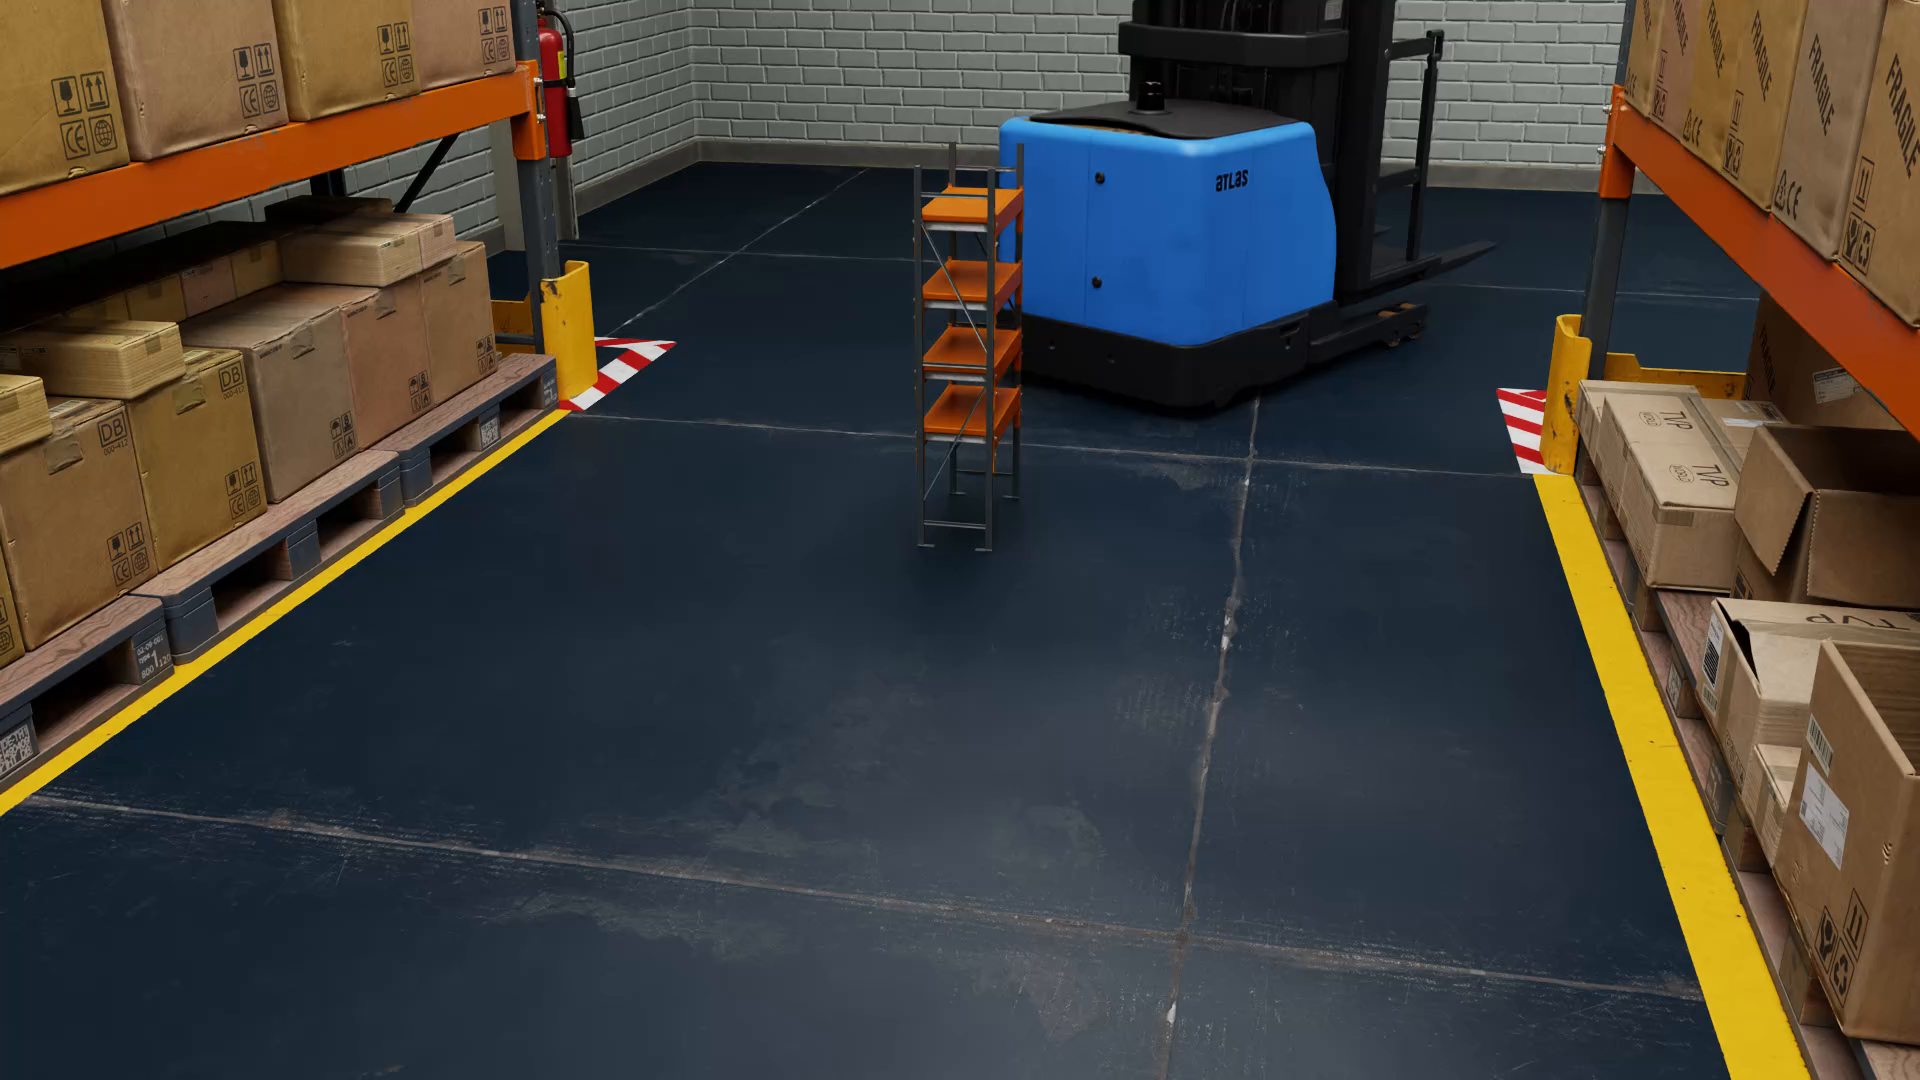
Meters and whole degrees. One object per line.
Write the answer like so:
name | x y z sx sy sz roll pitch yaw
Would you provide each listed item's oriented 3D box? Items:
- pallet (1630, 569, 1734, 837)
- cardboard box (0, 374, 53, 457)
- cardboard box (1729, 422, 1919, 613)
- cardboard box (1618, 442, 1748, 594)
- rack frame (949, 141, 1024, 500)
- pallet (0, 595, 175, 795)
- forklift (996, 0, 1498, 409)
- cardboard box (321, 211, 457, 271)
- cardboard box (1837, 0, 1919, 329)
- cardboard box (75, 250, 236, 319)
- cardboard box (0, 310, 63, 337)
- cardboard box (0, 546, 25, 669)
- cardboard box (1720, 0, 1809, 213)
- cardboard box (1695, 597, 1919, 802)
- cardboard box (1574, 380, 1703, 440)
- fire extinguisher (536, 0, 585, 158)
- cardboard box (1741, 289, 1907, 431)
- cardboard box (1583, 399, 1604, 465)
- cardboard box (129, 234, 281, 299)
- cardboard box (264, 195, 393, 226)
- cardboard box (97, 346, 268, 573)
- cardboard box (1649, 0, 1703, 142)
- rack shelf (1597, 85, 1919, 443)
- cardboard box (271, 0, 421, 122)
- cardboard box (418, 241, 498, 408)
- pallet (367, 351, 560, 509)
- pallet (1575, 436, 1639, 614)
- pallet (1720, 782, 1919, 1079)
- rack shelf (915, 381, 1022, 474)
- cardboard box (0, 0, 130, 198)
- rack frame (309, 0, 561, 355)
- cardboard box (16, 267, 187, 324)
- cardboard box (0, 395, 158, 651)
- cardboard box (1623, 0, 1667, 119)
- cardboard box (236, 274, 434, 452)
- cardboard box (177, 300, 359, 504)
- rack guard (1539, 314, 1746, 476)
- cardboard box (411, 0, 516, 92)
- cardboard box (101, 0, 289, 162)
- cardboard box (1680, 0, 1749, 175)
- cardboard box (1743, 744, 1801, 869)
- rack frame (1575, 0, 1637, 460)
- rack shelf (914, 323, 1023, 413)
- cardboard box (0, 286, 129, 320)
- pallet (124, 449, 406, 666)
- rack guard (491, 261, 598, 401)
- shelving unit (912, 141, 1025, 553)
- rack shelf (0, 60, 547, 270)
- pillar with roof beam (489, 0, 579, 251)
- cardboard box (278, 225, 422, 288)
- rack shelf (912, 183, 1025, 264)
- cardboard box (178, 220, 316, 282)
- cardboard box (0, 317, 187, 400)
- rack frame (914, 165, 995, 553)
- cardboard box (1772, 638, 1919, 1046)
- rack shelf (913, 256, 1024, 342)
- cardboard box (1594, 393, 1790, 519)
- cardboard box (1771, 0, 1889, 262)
pallet | 2.295 0.384 4.117 1.003 0.211 1.213 4 22 11
cardboard box | -2.441 -0.300 3.999 0.380 0.149 0.250 5 23 13
cardboard box | 2.286 0.056 3.952 0.797 0.503 0.637 4 22 11
cardboard box | 2.131 -0.059 4.577 0.500 0.250 0.500 4 22 11
rack frame | 0.084 -0.706 5.501 0.240 1.200 0.015 4 22 11
pallet | -2.711 0.435 3.992 1.003 0.211 1.213 4 22 11
forklift | 1.504 -2.341 7.242 1.130 2.935 3.031 19 28 38
cardboard box | -2.019 -1.061 5.889 0.380 0.149 0.250 4 22 10
cardboard box | 1.862 -0.648 2.813 0.500 0.500 0.500 5 22 12
cardboard box | -2.547 -0.813 5.273 0.380 0.149 0.250 5 22 12
cardboard box | -2.703 -0.532 4.576 0.380 0.149 0.250 5 22 11
cardboard box | -2.690 0.112 3.844 0.700 0.500 0.500 5 22 12
cardboard box | 2.066 -1.022 3.743 0.500 0.500 0.500 5 22 12
cardboard box | 1.899 0.328 3.533 0.500 0.311 0.500 4 22 11
cardboard box | 2.302 -0.428 5.629 0.380 0.149 0.250 4 22 11
fire extinguisher | -1.644 -1.861 6.561 0.296 0.674 0.183 4 22 11
cardboard box | 2.854 -0.500 5.338 0.500 0.500 0.500 4 22 11
cardboard box | 2.251 -0.345 5.398 0.380 0.166 0.250 4 22 11
cardboard box | -2.496 -0.906 5.504 0.380 0.149 0.250 5 22 11
cardboard box | -2.342 -1.183 6.192 0.380 0.149 0.250 5 22 11
cardboard box | -2.477 -0.259 4.765 0.700 0.500 0.500 5 22 12
cardboard box | 2.275 -1.389 4.652 0.500 0.500 0.500 4 22 10
rack shelf | 2.315 -0.608 3.812 1.077 0.370 4.000 4 22 11
cardboard box | -2.359 -1.735 5.244 0.980 0.700 0.700 4 22 10
cardboard box | -2.172 -0.821 6.162 0.700 0.500 0.500 4 22 11
pallet | -2.213 -0.458 6.208 1.003 0.211 1.213 4 22 11
pallet | 2.546 -0.060 5.221 1.003 0.211 1.213 4 22 11
pallet | 2.048 0.832 3.006 1.003 0.211 1.213 4 22 11
rack shelf | 0.034 -0.371 5.379 0.258 0.148 0.480 4 22 11
cardboard box | -2.662 -1.190 3.891 0.980 0.700 0.700 4 22 10
rack frame | -2.127 -2.050 6.428 1.000 3.000 0.127 4 22 11
cardboard box | -2.599 -0.719 5.040 0.380 0.149 0.250 5 22 11
cardboard box | -2.584 -0.071 4.299 0.700 0.500 0.500 4 22 10
cardboard box | 2.375 -1.578 5.122 0.500 0.500 0.500 5 22 12
cardboard box | -2.274 -0.638 5.707 0.700 0.500 0.500 4 22 11
cardboard box | -2.376 -0.454 5.250 0.700 0.500 0.500 4 22 9
rack guard | 2.708 -0.486 5.891 1.175 0.500 0.348 4 22 11
cardboard box | -2.221 -2.002 5.907 0.980 0.700 0.700 5 23 13
cardboard box | -2.523 -1.456 4.553 0.980 0.700 0.700 3 22 8
cardboard box | 2.169 -1.205 4.197 0.500 0.500 0.500 4 22 11
cardboard box | 1.764 0.536 3.235 0.380 0.149 0.250 4 22 11
rack frame | 2.723 -1.673 5.493 1.000 3.000 0.127 4 22 11
rack shelf | 0.034 -0.555 5.305 0.258 0.148 0.480 4 22 11
cardboard box | -2.651 -0.627 4.810 0.380 0.149 0.250 4 22 10
pallet | -2.464 -0.013 5.103 1.003 0.211 1.213 4 22 11
rack guard | -2.122 -0.899 6.916 1.175 0.500 0.348 4 22 11
shelving unit | 0.034 -0.617 5.280 0.258 1.200 0.503 4 22 11
rack shelf | -2.535 -0.985 4.746 1.077 0.370 4.000 4 22 11
pillar with roof beam | 1.792 -5.558 7.108 9.100 9.000 0.400 4 22 11
cardboard box | -2.071 -0.968 5.657 0.380 0.149 0.250 5 22 12
rack shelf | 0.034 -0.982 5.133 0.258 0.148 0.480 4 22 11
cardboard box | -2.444 -0.998 5.732 0.380 0.149 0.250 5 22 11
cardboard box | -2.335 -0.491 4.473 0.380 0.149 0.250 4 22 9
rack frame | -0.016 -0.528 5.058 0.240 1.200 0.015 4 22 11
cardboard box | 1.746 0.515 2.817 0.500 0.500 0.500 4 22 11
rack shelf | 0.034 -0.762 5.221 0.258 0.148 0.480 4 22 11
cardboard box | 2.233 -0.242 5.031 0.500 0.250 0.500 4 22 11
cardboard box | 1.964 -0.836 3.280 0.500 0.500 0.500 5 22 12
